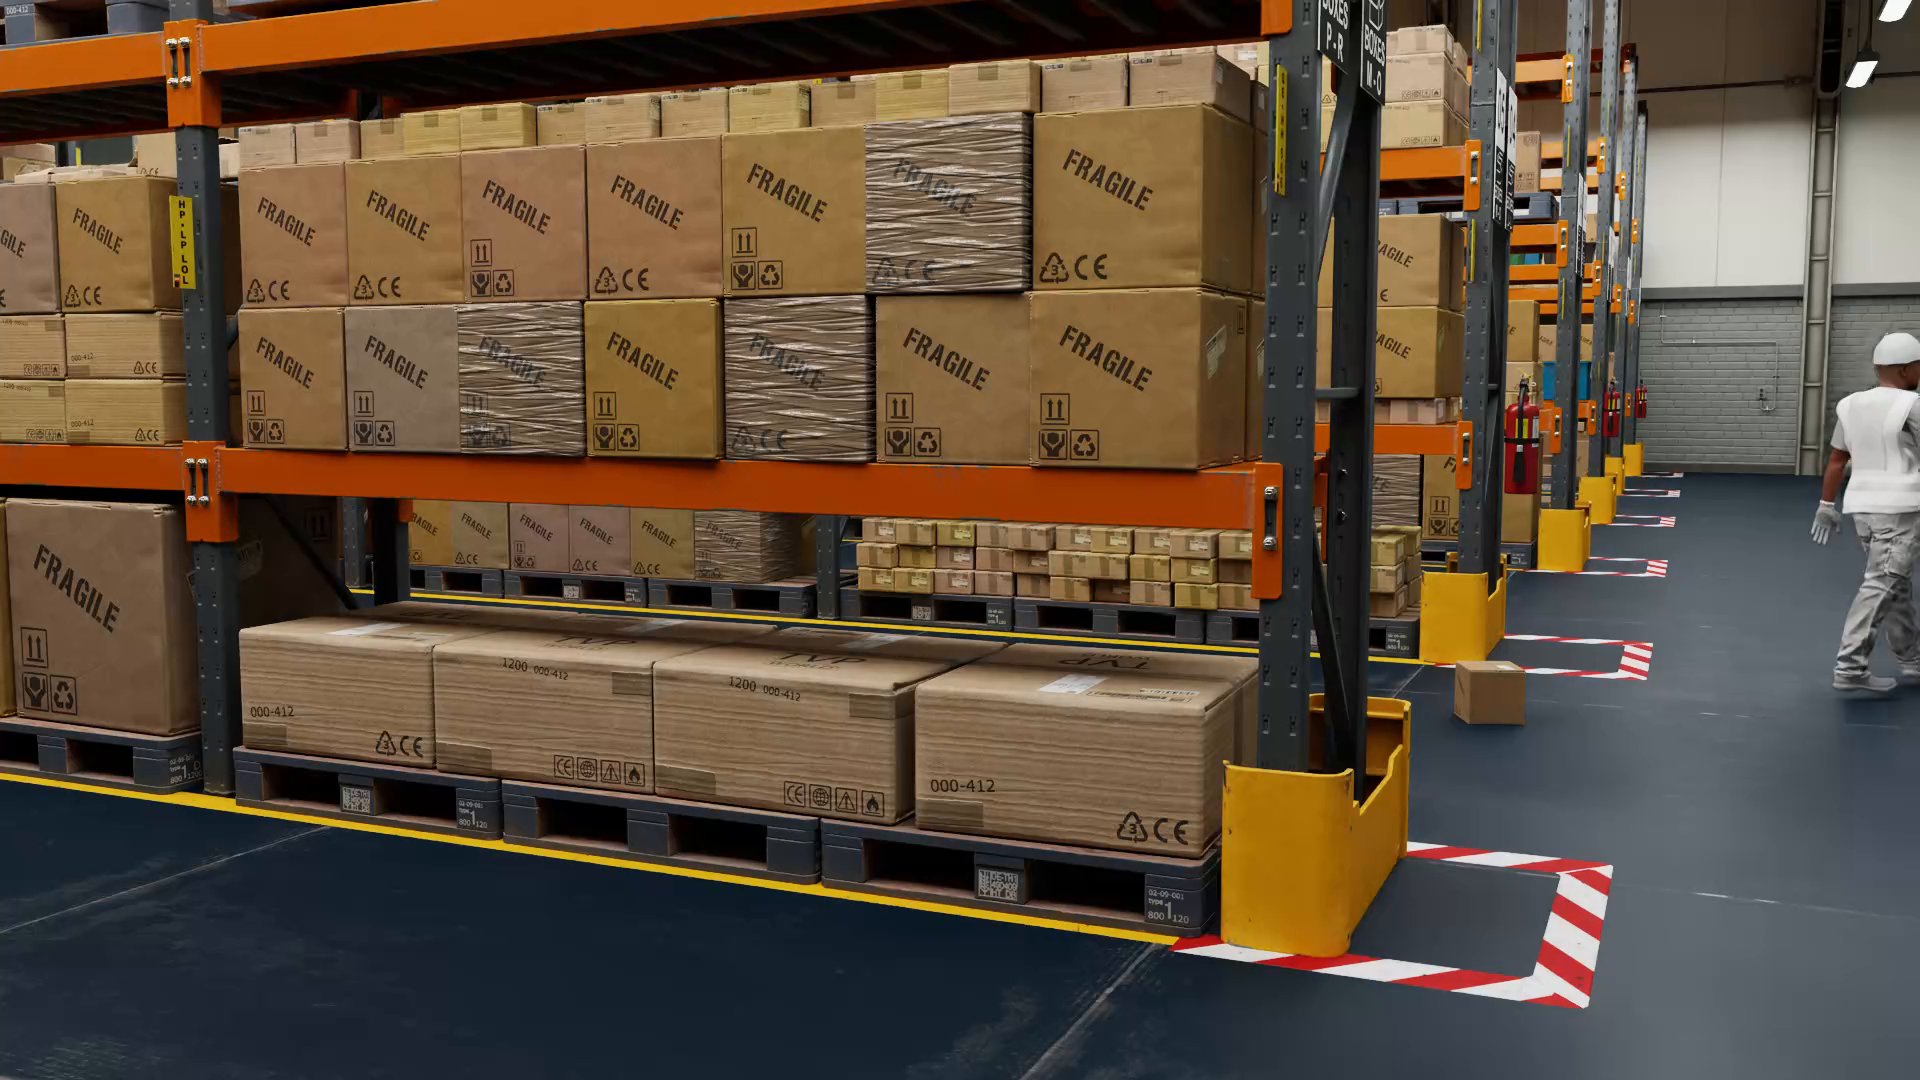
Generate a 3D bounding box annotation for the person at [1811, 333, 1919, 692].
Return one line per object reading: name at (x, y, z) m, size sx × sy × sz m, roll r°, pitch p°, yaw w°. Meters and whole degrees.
person at (4.685, -0.140, 8.220) m, size 0.913 × 1.752 × 0.657 m, roll -1°, pitch 6°, yaw -12°
